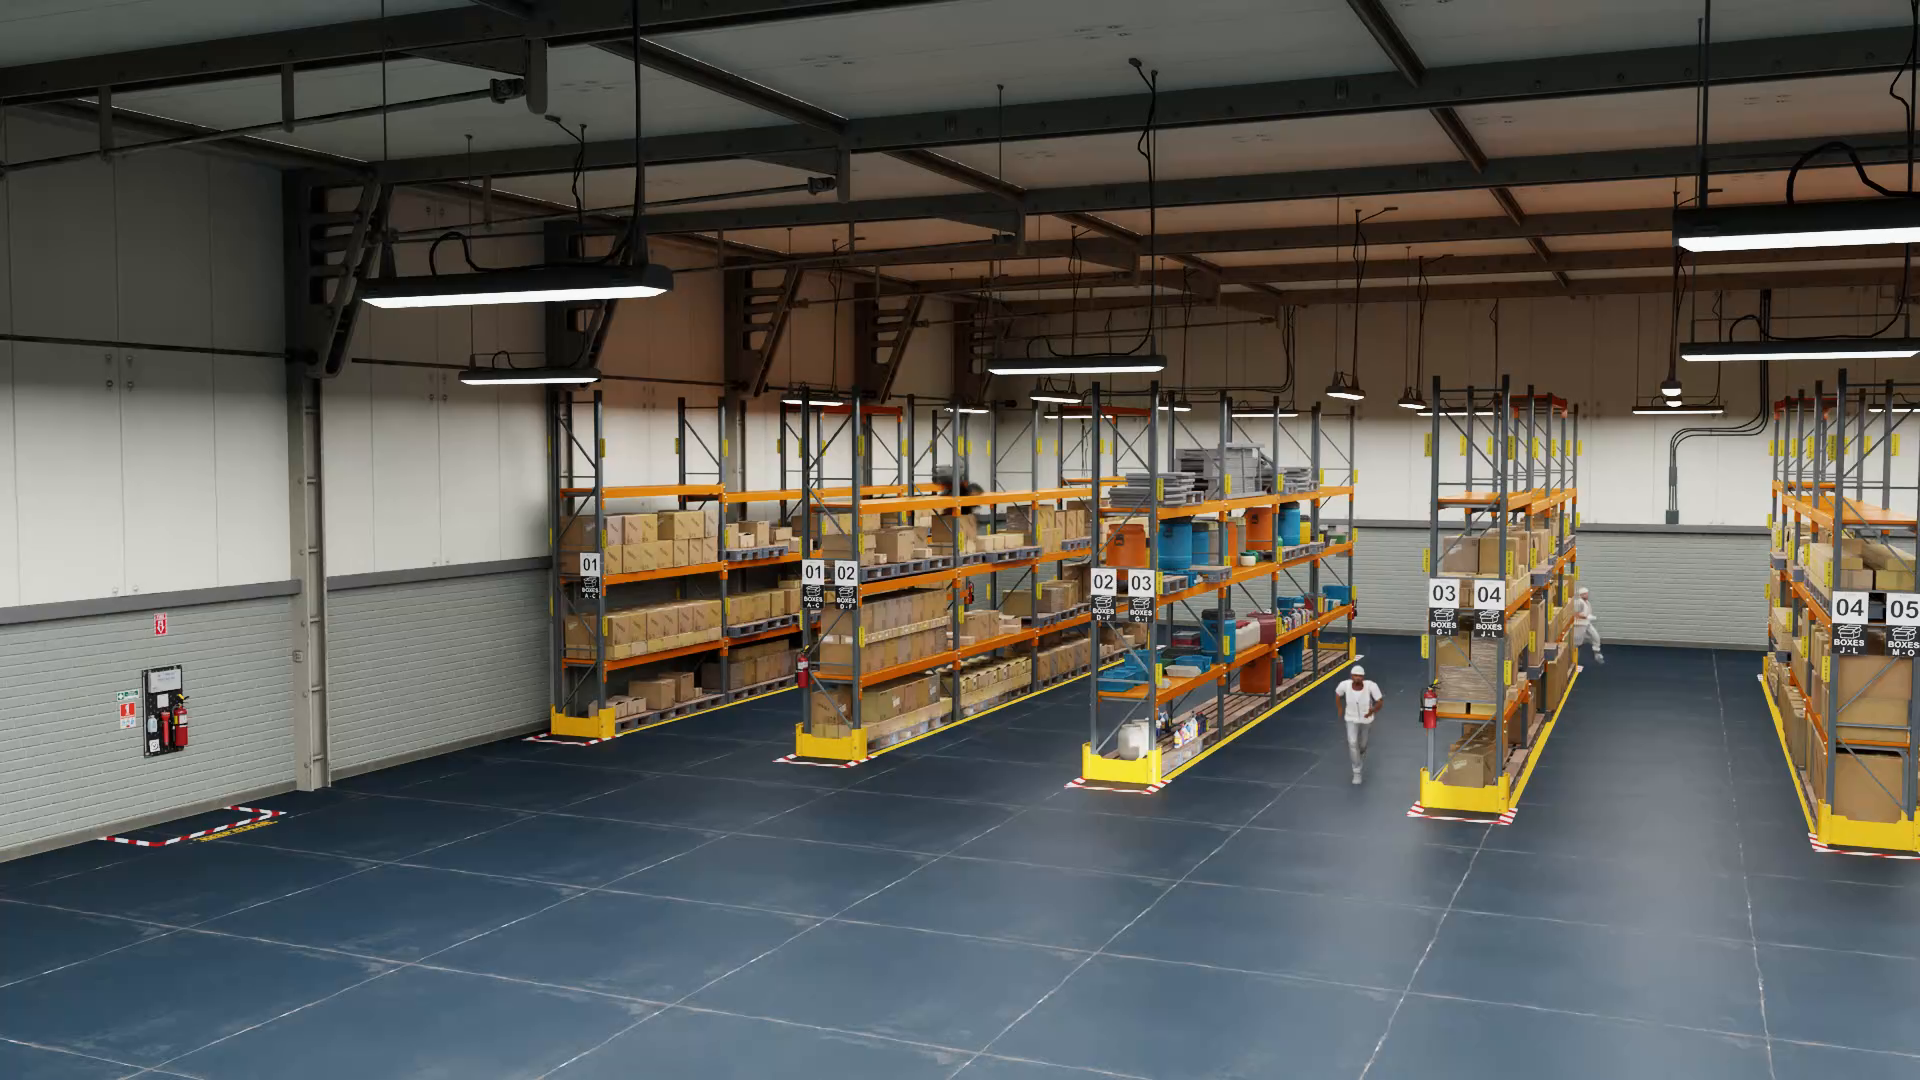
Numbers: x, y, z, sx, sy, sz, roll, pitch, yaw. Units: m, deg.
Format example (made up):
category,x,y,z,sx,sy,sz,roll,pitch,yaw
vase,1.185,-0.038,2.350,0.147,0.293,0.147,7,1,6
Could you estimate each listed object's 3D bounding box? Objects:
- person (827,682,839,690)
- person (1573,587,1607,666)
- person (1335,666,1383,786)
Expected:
category,x,y,z,sx,sy,sz,roll,pitch,yaw
person,-2.249,2.277,30.375,0.536,1.543,0.517,1,3,14
person,14.376,1.994,38.300,0.665,1.810,0.914,-3,4,-45
person,6.034,2.749,25.158,0.702,1.757,1.118,1,3,12
